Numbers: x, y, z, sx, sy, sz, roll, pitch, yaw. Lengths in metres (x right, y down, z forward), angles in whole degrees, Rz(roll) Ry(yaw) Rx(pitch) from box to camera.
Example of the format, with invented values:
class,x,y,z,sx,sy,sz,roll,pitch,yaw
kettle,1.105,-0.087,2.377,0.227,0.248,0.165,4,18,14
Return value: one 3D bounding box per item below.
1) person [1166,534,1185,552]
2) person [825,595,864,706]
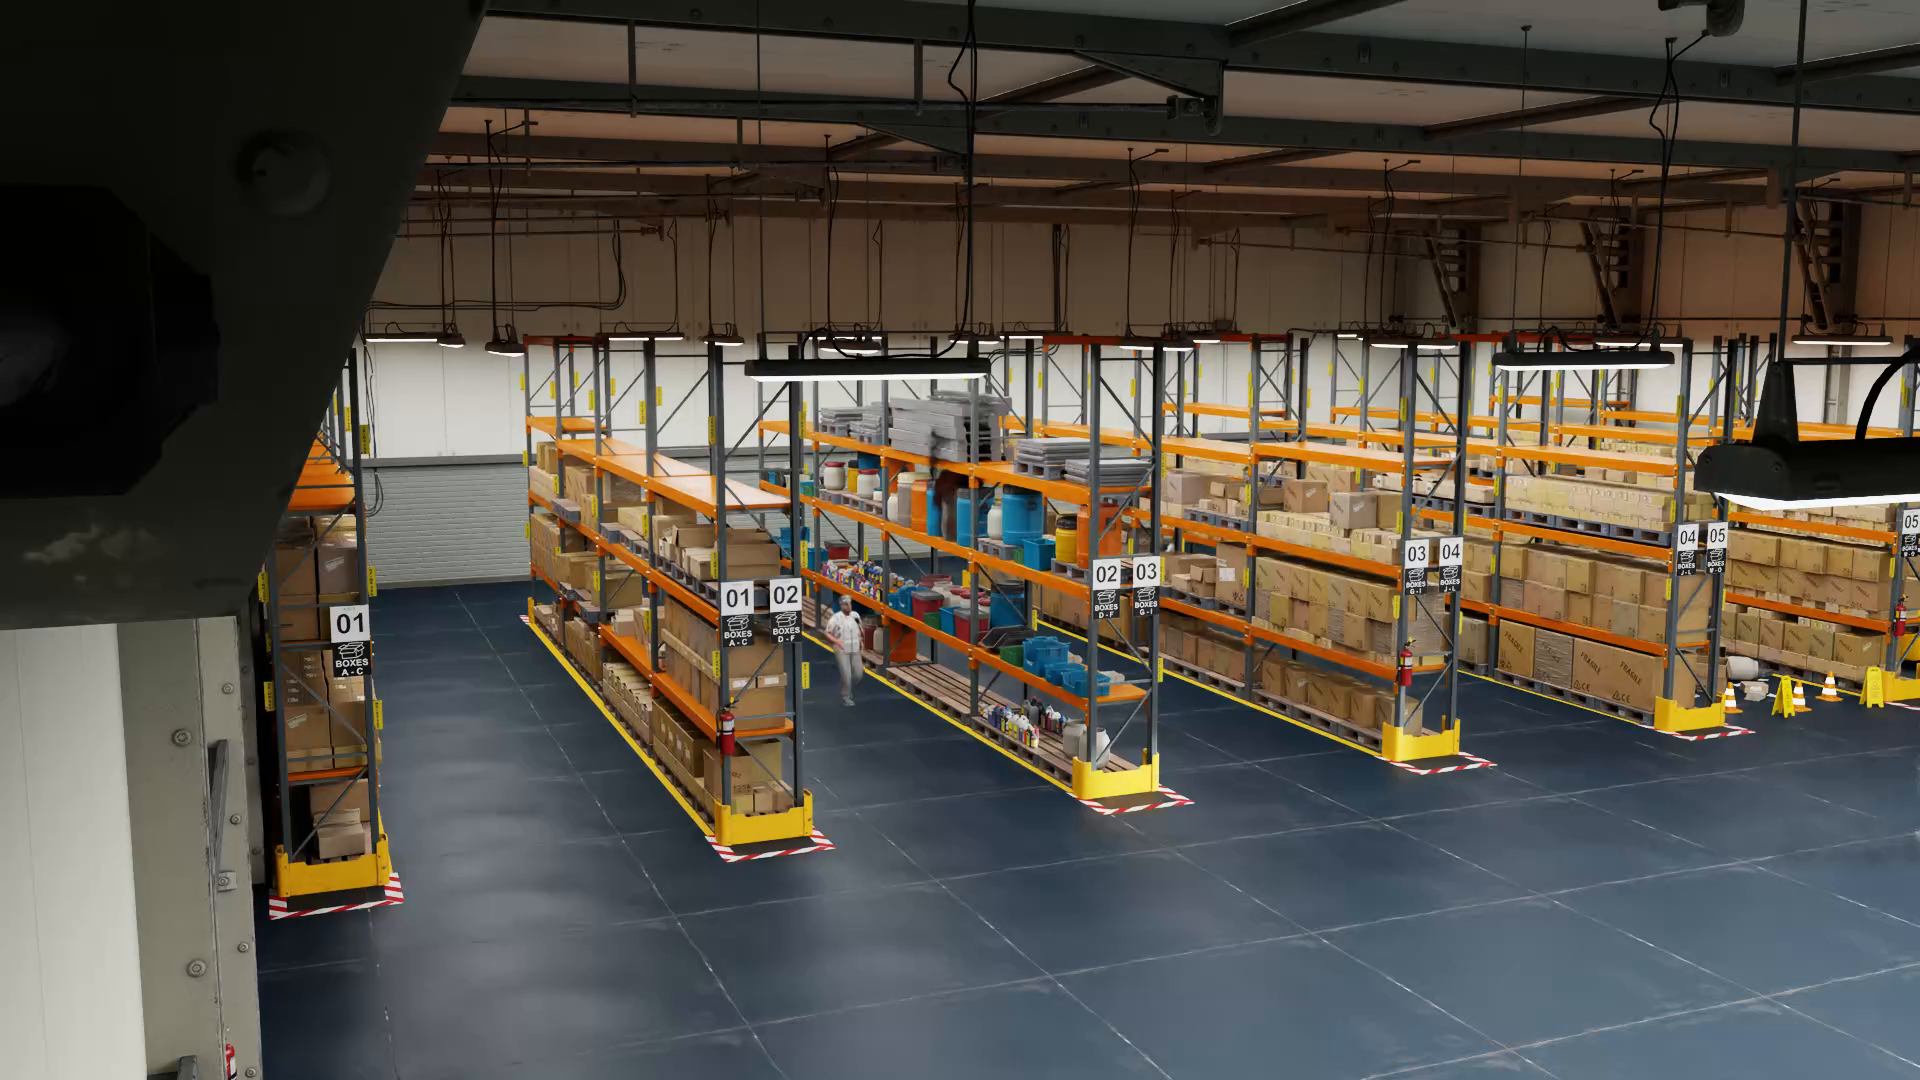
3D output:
class,x,y,z,sx,sy,sz,roll,pitch,yaw
person,4.787,0.624,37.025,0.551,1.603,0.882,-2,8,-18
person,-1.765,1.729,26.067,0.661,1.771,0.557,-4,9,-29
